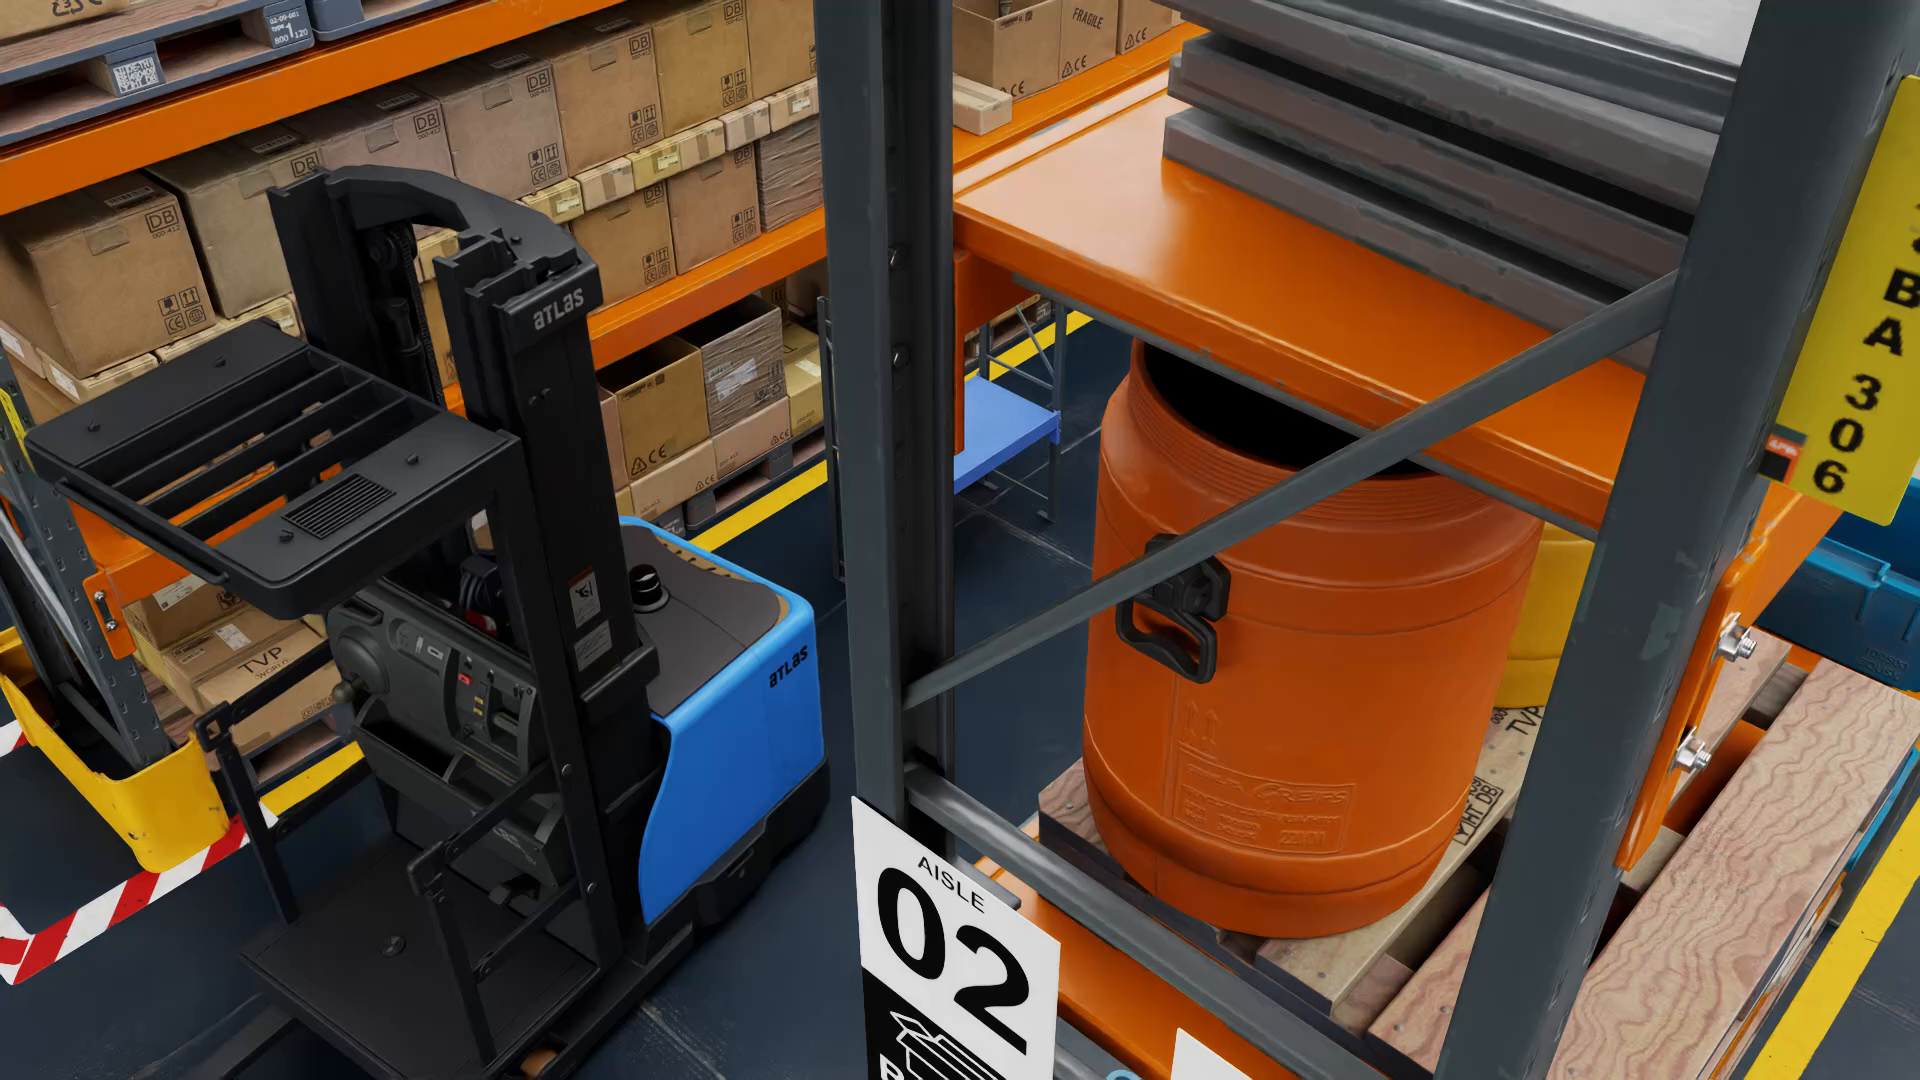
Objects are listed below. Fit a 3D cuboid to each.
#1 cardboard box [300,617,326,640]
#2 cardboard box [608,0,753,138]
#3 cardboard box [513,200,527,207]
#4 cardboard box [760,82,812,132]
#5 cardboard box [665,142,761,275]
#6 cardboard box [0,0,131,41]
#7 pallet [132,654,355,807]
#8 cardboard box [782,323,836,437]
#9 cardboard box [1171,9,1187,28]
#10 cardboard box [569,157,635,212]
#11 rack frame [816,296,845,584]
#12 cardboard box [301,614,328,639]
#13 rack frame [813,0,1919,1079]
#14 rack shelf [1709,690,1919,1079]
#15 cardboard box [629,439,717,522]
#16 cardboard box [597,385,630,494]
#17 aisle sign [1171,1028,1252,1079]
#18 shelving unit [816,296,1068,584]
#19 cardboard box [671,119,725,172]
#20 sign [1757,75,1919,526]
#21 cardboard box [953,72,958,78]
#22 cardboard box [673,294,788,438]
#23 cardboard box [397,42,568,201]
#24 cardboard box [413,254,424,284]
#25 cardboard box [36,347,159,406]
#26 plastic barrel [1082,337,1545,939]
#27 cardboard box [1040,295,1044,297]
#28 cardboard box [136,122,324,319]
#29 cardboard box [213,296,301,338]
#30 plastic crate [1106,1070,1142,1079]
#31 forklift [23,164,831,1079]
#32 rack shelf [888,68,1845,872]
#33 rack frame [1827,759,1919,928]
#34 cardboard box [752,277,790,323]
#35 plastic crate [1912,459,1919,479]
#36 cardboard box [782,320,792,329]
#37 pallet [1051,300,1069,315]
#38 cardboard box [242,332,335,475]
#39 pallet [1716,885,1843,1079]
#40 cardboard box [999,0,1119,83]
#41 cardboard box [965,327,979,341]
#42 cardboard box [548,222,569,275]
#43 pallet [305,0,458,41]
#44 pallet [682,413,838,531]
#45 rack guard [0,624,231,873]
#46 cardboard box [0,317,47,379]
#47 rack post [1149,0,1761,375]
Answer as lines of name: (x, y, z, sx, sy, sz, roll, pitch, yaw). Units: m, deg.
cardboard box: (-2.537, 0.321, 7.092, 0.500, 0.250, 0.500, 30, 47, 32)
cardboard box: (-1.334, -2.152, 7.207, 0.700, 0.500, 0.500, 30, 47, 32)
cardboard box: (-1.937, -1.295, 6.651, 0.380, 0.149, 0.250, 30, 47, 32)
cardboard box: (-0.893, -2.010, 7.549, 0.380, 0.149, 0.250, 29, 47, 31)
cardboard box: (-1.345, -1.632, 7.595, 0.700, 0.500, 0.500, 29, 47, 31)
cardboard box: (-3.007, -1.903, 5.073, 0.637, 0.503, 0.797, -31, 48, -33)
pallet: (-2.913, 0.516, 7.215, 1.003, 0.211, 1.213, 30, 47, 32)
cardboard box: (-0.851, -0.828, 8.536, 0.500, 0.250, 0.500, 30, 47, 32)
cardboard box: (1.180, -3.174, 9.817, 0.250, 0.149, 0.380, -30, 48, -32)
cardboard box: (-1.582, -1.540, 6.958, 0.380, 0.149, 0.250, 31, 48, 33)
rack frame: (-0.400, -0.314, 7.224, 0.500, 1.500, 0.032, 30, 47, 32)
cardboard box: (-2.536, 0.028, 6.857, 0.500, 0.500, 0.500, 30, 47, 32)
rack frame: (0.256, -0.473, 1.398, 1.000, 3.000, 0.127, 30, 47, 32)
rack shelf: (1.605, 1.238, 4.645, 1.077, 0.370, 4.000, 30, 47, 32)
cardboard box: (-1.522, -0.366, 7.956, 0.500, 0.250, 0.500, 30, 47, 32)
cardboard box: (-1.858, -0.429, 7.433, 0.500, 0.500, 0.500, 30, 47, 32)
aisle sign: (0.424, 1.013, 2.260, 0.394, 0.787, 0.004, 30, 47, 32)
shelving unit: (-0.058, -0.548, 7.517, 0.538, 1.500, 1.048, 30, 47, 32)
cardboard box: (-1.244, -1.767, 7.244, 0.380, 0.149, 0.250, 30, 47, 32)
sign: (0.659, -0.158, 1.171, 0.100, 0.325, 0.005, 30, 47, 32)
cardboard box: (-0.242, -2.473, 8.841, 0.396, 0.266, 0.258, 28, 47, 31)
cardboard box: (-1.197, -0.896, 8.020, 0.500, 0.500, 0.500, 30, 47, 32)
cardboard box: (-2.010, -1.693, 6.630, 0.700, 0.500, 0.500, 30, 47, 32)
cardboard box: (-2.279, -1.065, 6.361, 0.380, 0.149, 0.250, 28, 46, 31)
cardboard box: (-2.974, -0.590, 5.763, 0.380, 0.149, 0.250, 29, 47, 32)
plastic barrel: (0.490, 0.092, 2.416, 0.600, 0.830, 0.708, 30, 47, 32)
cardboard box: (0.449, -1.687, 9.617, 0.500, 0.250, 0.500, 28, 46, 31)
cardboard box: (-2.687, -1.231, 6.049, 0.700, 0.500, 0.500, 28, 46, 31)
cardboard box: (-2.629, -0.826, 6.061, 0.380, 0.149, 0.250, 30, 47, 32)
plastic crate: (0.373, 1.578, 3.759, 0.499, 0.251, 0.616, 30, 47, 32)
forklift: (-1.774, 0.496, 5.055, 1.130, 2.935, 3.031, 24, 44, 27)
rack shelf: (1.605, -0.954, 2.902, 1.077, 0.370, 4.000, 30, 47, 32)
rack frame: (2.954, 0.037, 5.577, 1.000, 3.000, 0.127, 30, 47, 32)
cardboard box: (-1.243, -1.344, 8.584, 0.500, 0.500, 0.500, 30, 47, 32)
plastic crate: (2.170, -0.126, 3.584, 0.243, 0.136, 0.396, 30, 47, 32)
cardboard box: (-1.236, -1.047, 8.812, 0.500, 0.250, 0.500, 30, 47, 32)
pallet: (0.592, -1.871, 10.217, 1.003, 0.211, 1.213, 30, 47, 32)
cardboard box: (-2.723, -0.698, 6.421, 0.700, 0.500, 0.500, 31, 48, 33)
pallet: (2.471, 1.420, 6.079, 1.003, 0.211, 1.213, 30, 47, 32)
cardboard box: (0.524, -2.902, 9.192, 0.500, 0.500, 0.500, 30, 47, 32)
cardboard box: (-0.244, -1.214, 9.022, 0.500, 0.250, 0.500, 28, 47, 31)
cardboard box: (-2.031, -1.167, 7.011, 0.700, 0.500, 0.500, 31, 48, 33)
pallet: (-2.079, -2.223, 6.080, 1.003, 0.211, 1.213, 30, 47, 32)
pallet: (-1.267, -0.605, 8.625, 1.003, 0.211, 1.213, 30, 47, 32)
rack guard: (-3.414, 0.783, 6.647, 1.175, 0.500, 0.348, 30, 47, 32)
cardboard box: (-3.281, -0.755, 5.972, 0.380, 0.149, 0.250, 29, 47, 31)
rack post: (0.860, -0.571, 1.924, 0.954, 0.300, 0.937, -29, 47, -31)
